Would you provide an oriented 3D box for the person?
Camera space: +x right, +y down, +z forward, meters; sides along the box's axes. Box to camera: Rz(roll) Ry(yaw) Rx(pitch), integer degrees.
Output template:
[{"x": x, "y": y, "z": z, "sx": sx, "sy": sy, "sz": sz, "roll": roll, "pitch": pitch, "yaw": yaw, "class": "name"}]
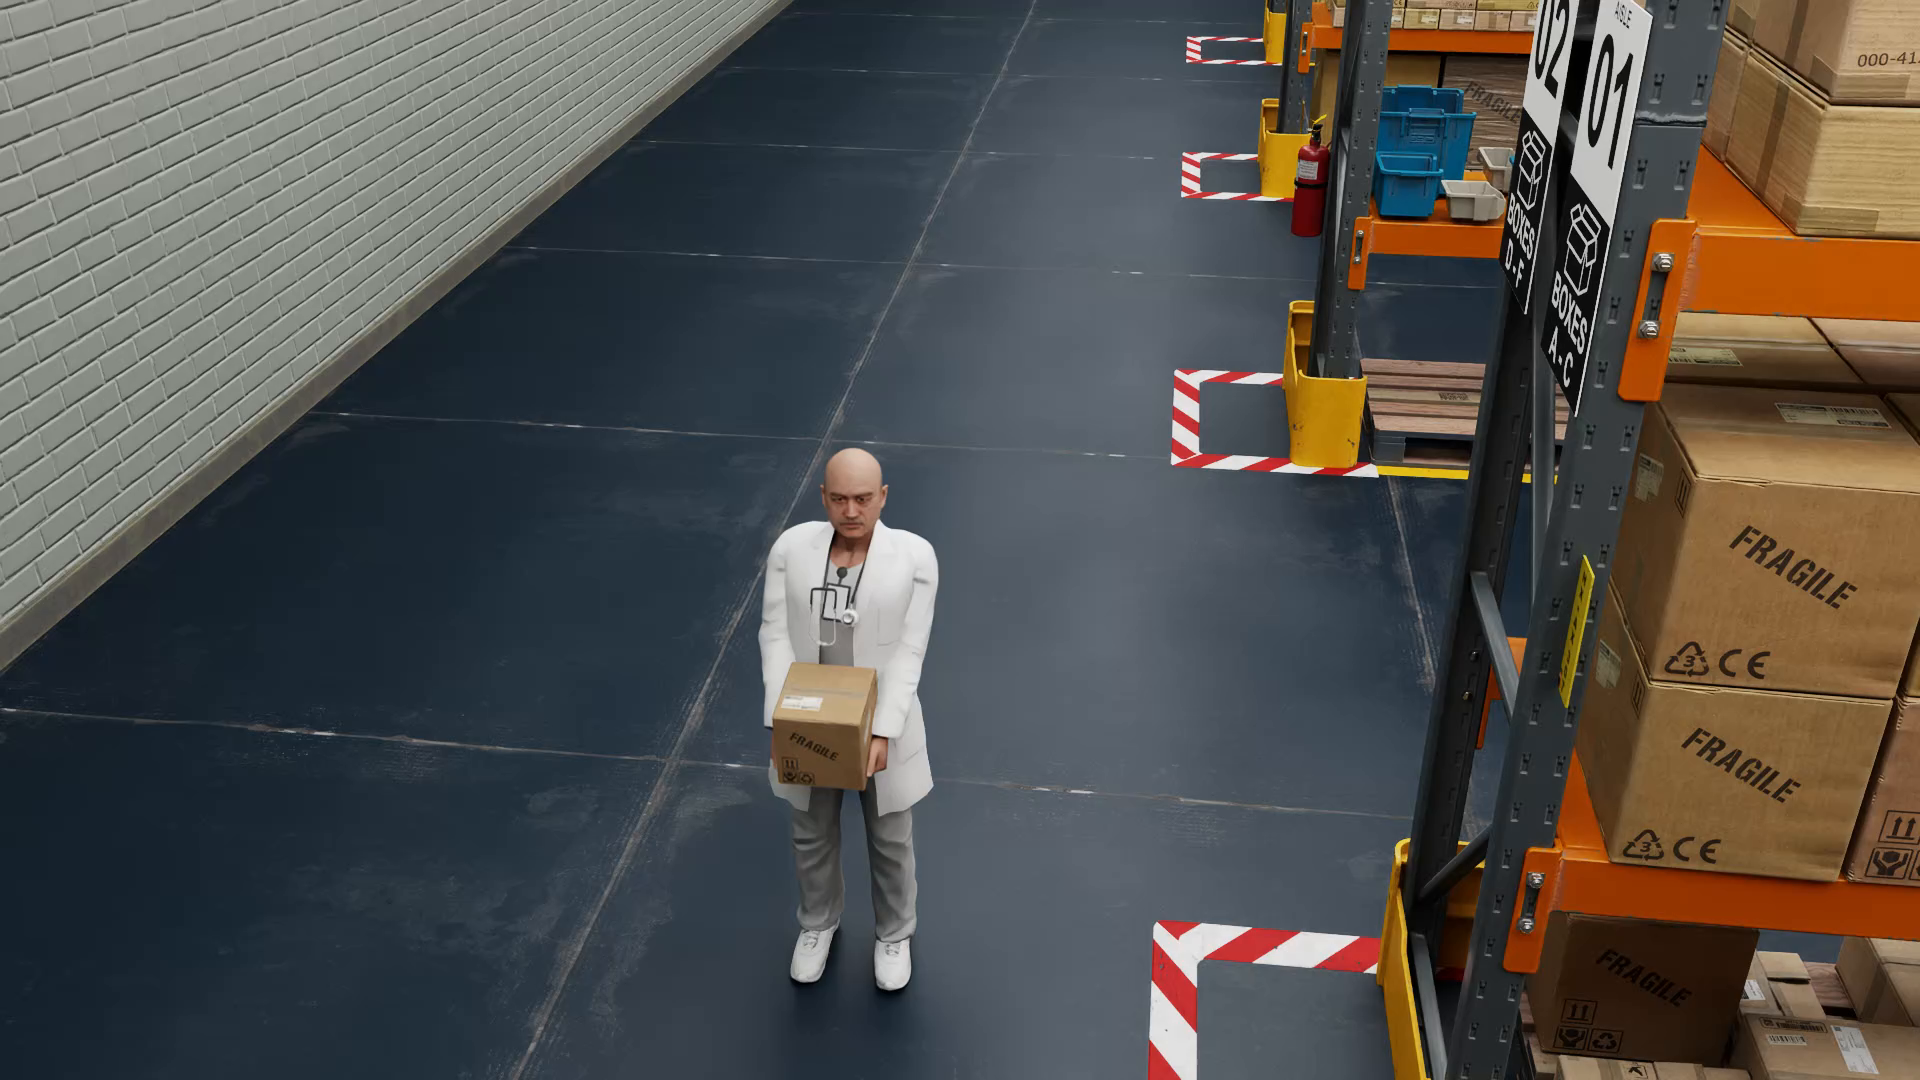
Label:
[{"x": -0.344, "y": 0.607, "z": 5.003, "sx": 0.529, "sy": 1.771, "sz": 0.554, "roll": 4, "pitch": 28, "yaw": 7, "class": "person"}]
